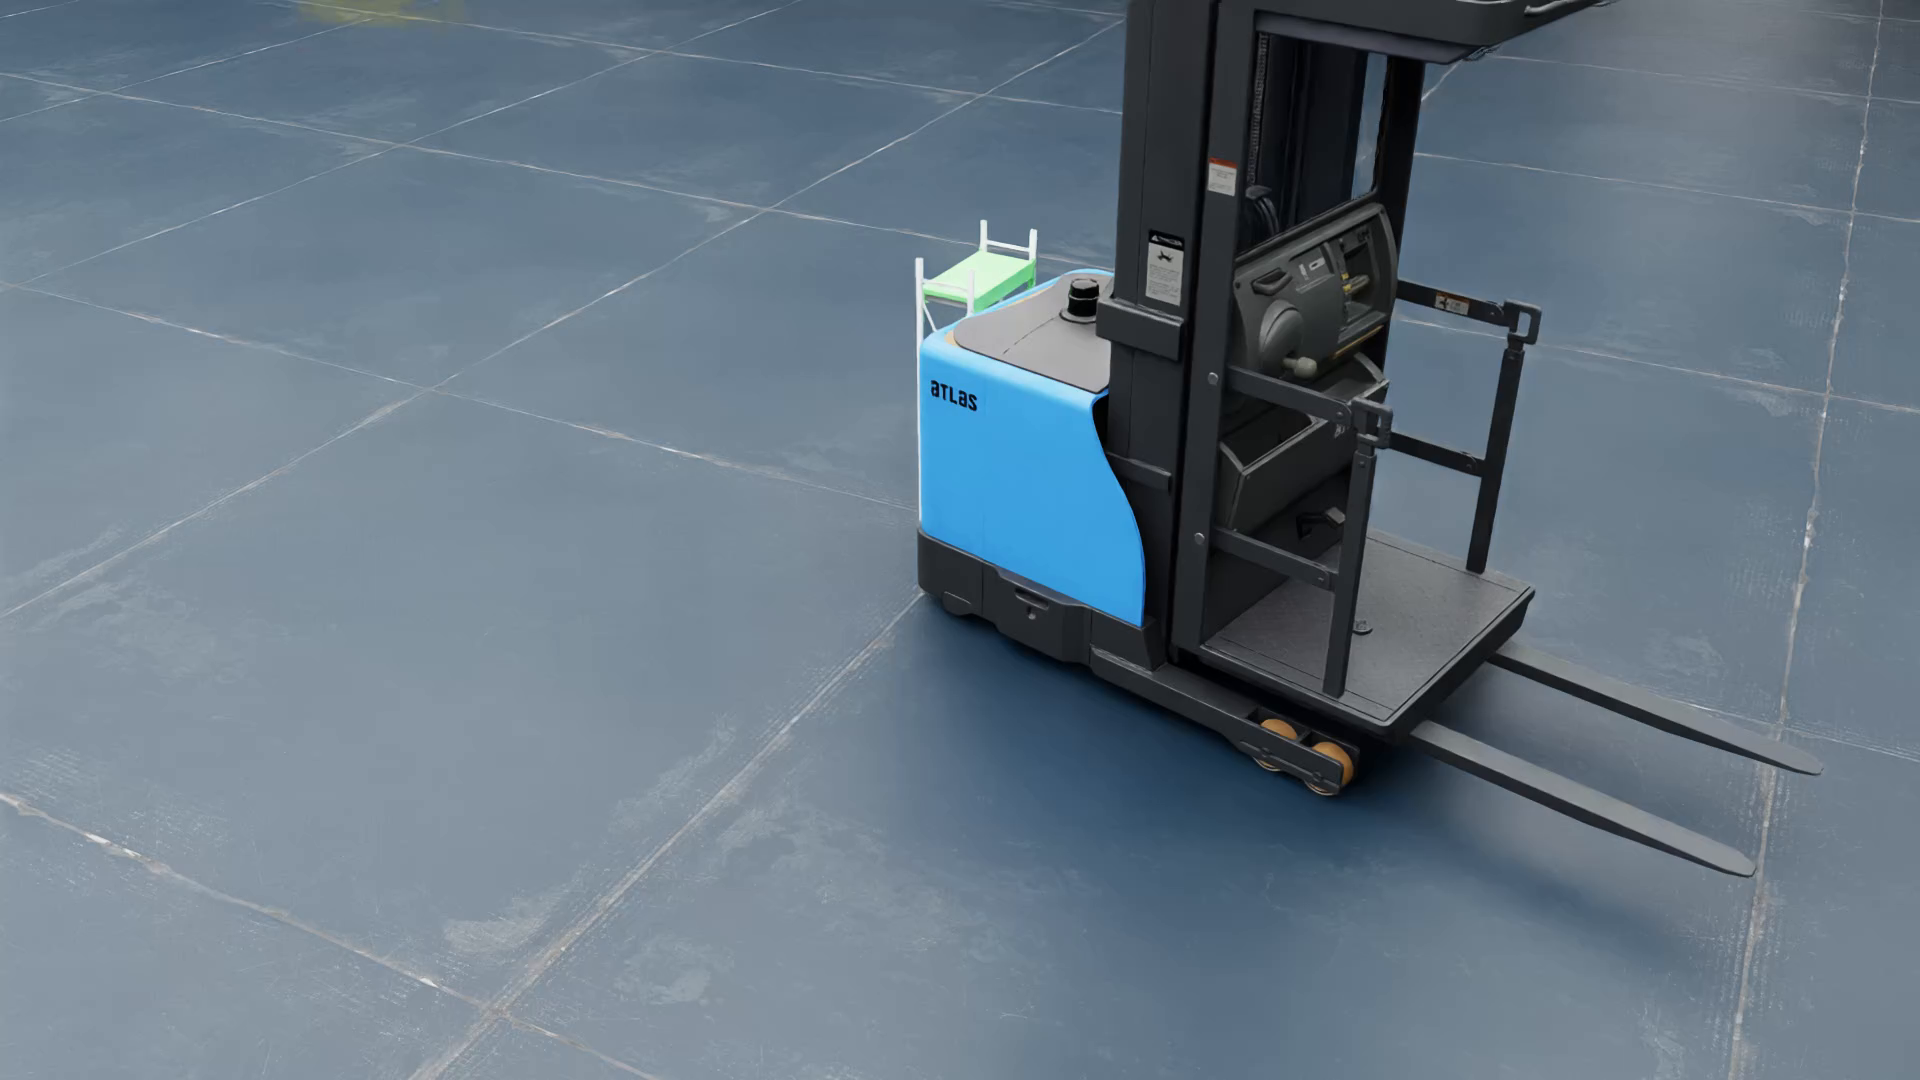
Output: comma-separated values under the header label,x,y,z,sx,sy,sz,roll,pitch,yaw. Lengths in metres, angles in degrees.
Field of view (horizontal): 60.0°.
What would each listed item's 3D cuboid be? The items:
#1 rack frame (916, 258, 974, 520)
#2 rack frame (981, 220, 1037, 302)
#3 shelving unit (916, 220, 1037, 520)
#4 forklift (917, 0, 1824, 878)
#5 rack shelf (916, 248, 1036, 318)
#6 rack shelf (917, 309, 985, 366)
label,x,y,z,sx,sy,sz,roll,pitch,yaw
rack frame,-0.055,-0.493,6.403,0.240,1.200,0.015,16,34,26
rack frame,0.188,-0.703,6.770,0.240,1.200,0.015,16,34,26
shelving unit,0.067,-0.598,6.587,0.258,1.200,0.503,16,34,26
forklift,1.286,-0.751,5.115,3.031,2.935,1.130,23,37,34
rack shelf,0.067,-0.959,6.379,0.258,0.148,0.480,16,34,26
rack shelf,0.067,-0.751,6.499,0.258,0.148,0.480,16,34,26
